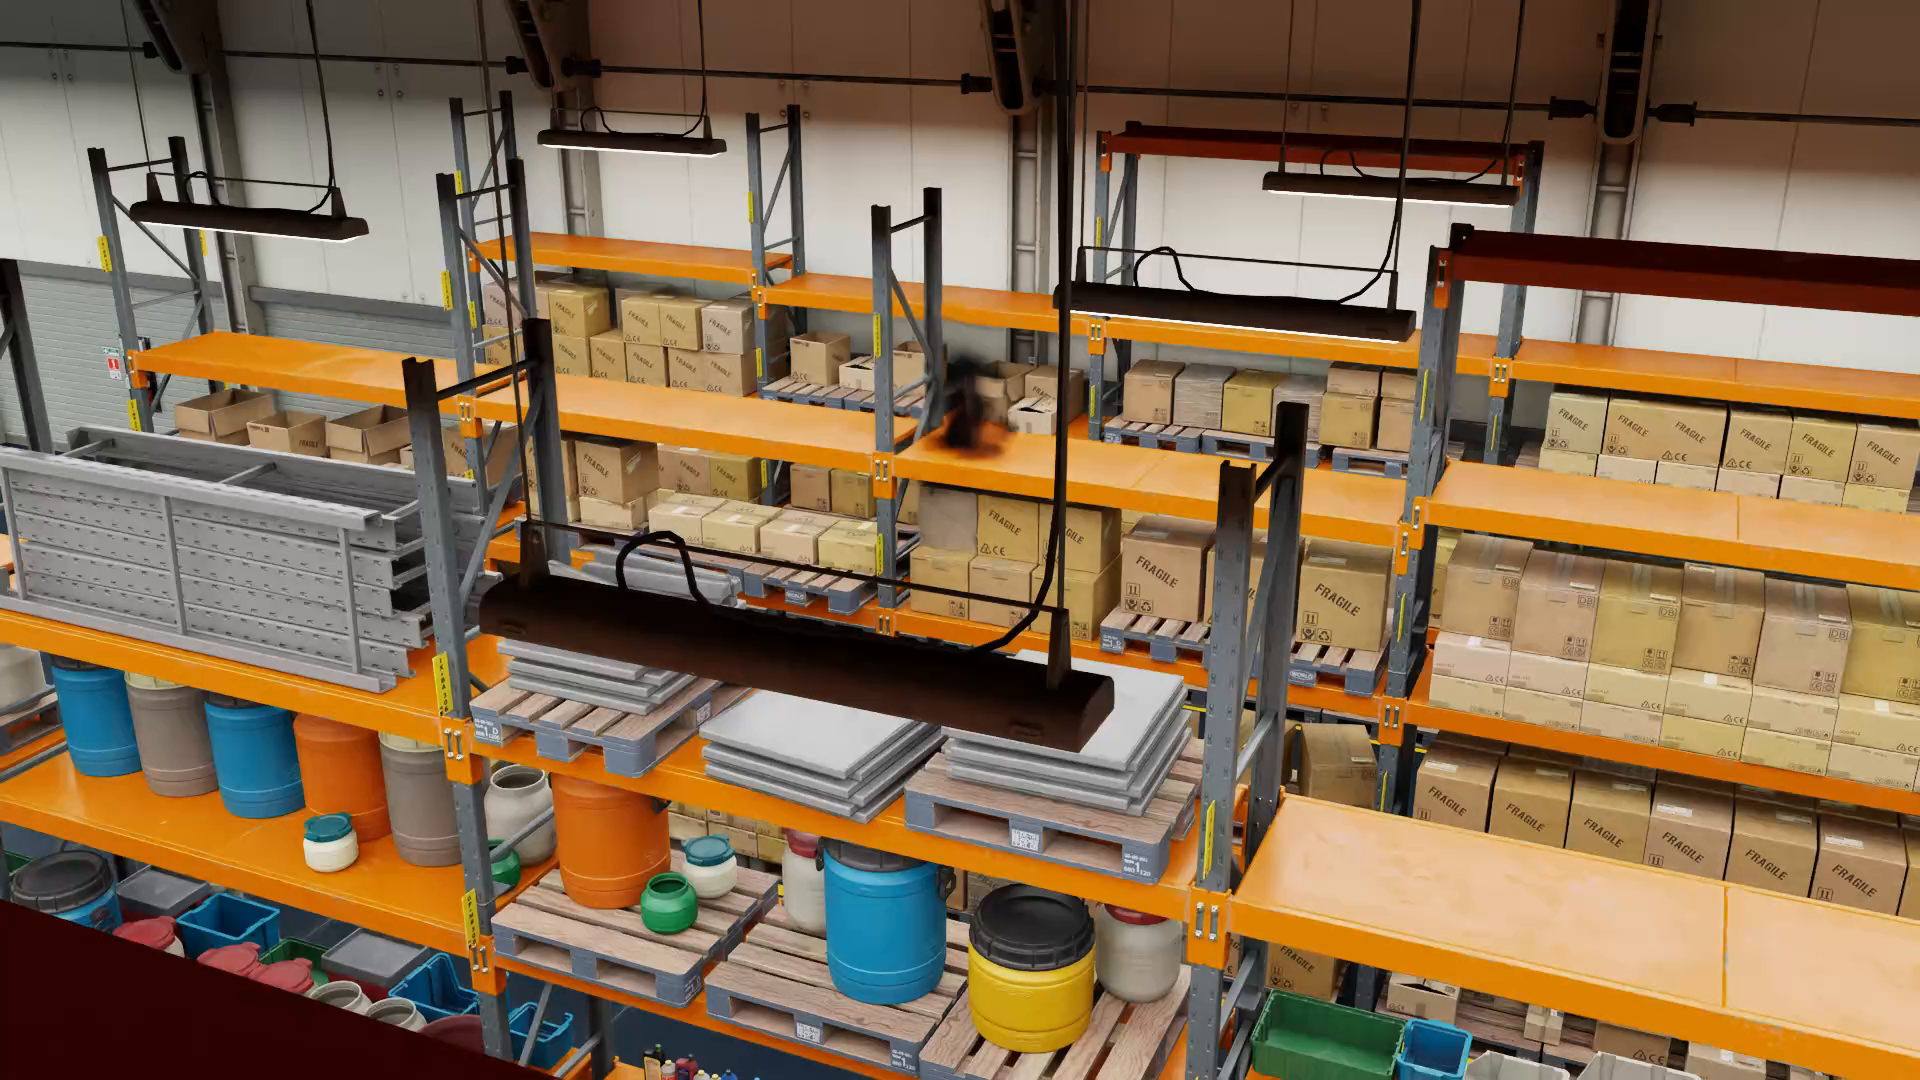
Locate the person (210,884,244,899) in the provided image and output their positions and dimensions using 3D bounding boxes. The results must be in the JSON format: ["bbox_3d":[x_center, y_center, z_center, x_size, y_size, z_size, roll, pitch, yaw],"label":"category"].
[{"bbox_3d":[-5.880,2.709,13.183,0.636,1.592,0.631,11,23,28],"label":"person"}]

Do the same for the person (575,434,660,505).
[{"bbox_3d":[-11.051,2.936,9.438,19.979,3.690,6.385,-7,22,-19],"label":"person"}]
